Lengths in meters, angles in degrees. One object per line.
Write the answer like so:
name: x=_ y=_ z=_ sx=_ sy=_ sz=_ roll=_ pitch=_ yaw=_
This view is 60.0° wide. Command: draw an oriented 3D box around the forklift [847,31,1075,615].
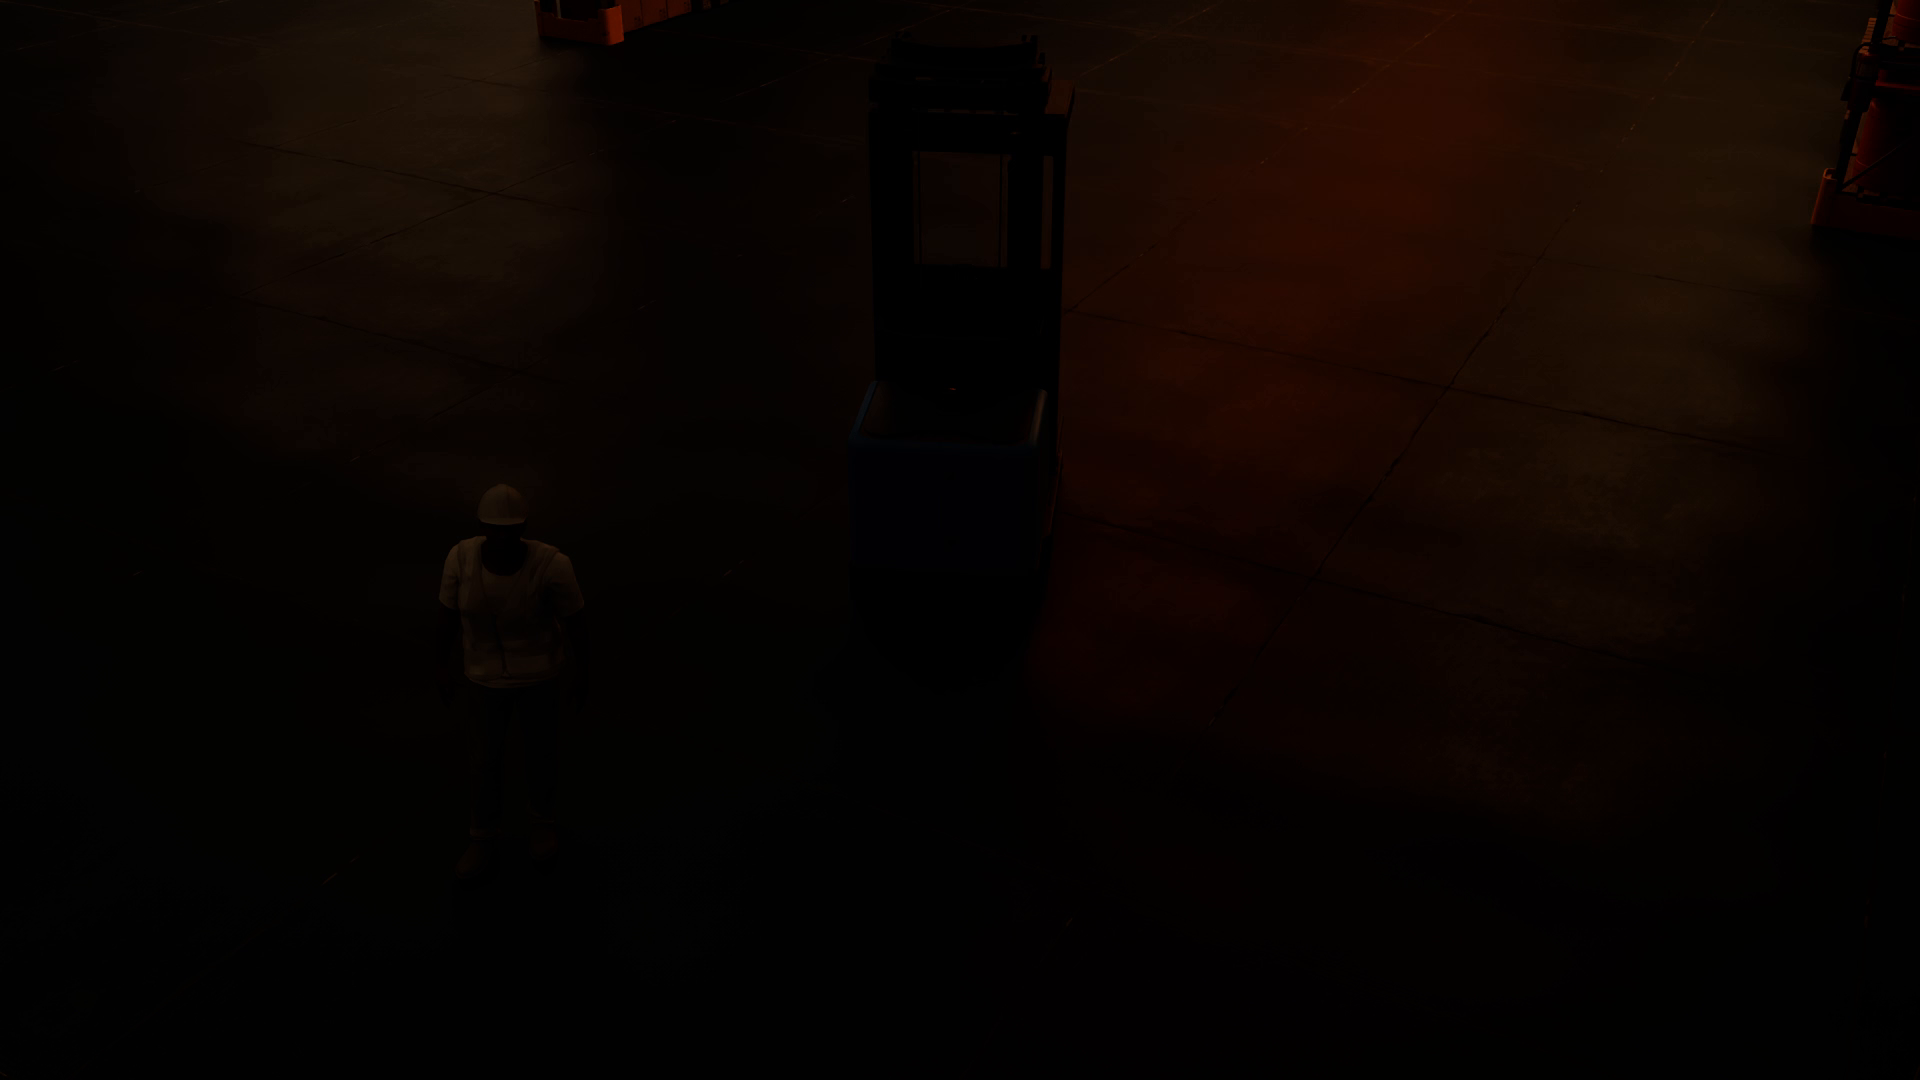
forklift: x=0.072 y=-1.572 z=9.794 sx=1.130 sy=2.935 sz=3.031 roll=3 pitch=30 yaw=6

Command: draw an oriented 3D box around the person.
person: x=-1.934 y=0.612 z=7.161 sx=0.666 sy=1.765 sz=0.577 roll=-1 pitch=30 yaw=-1
